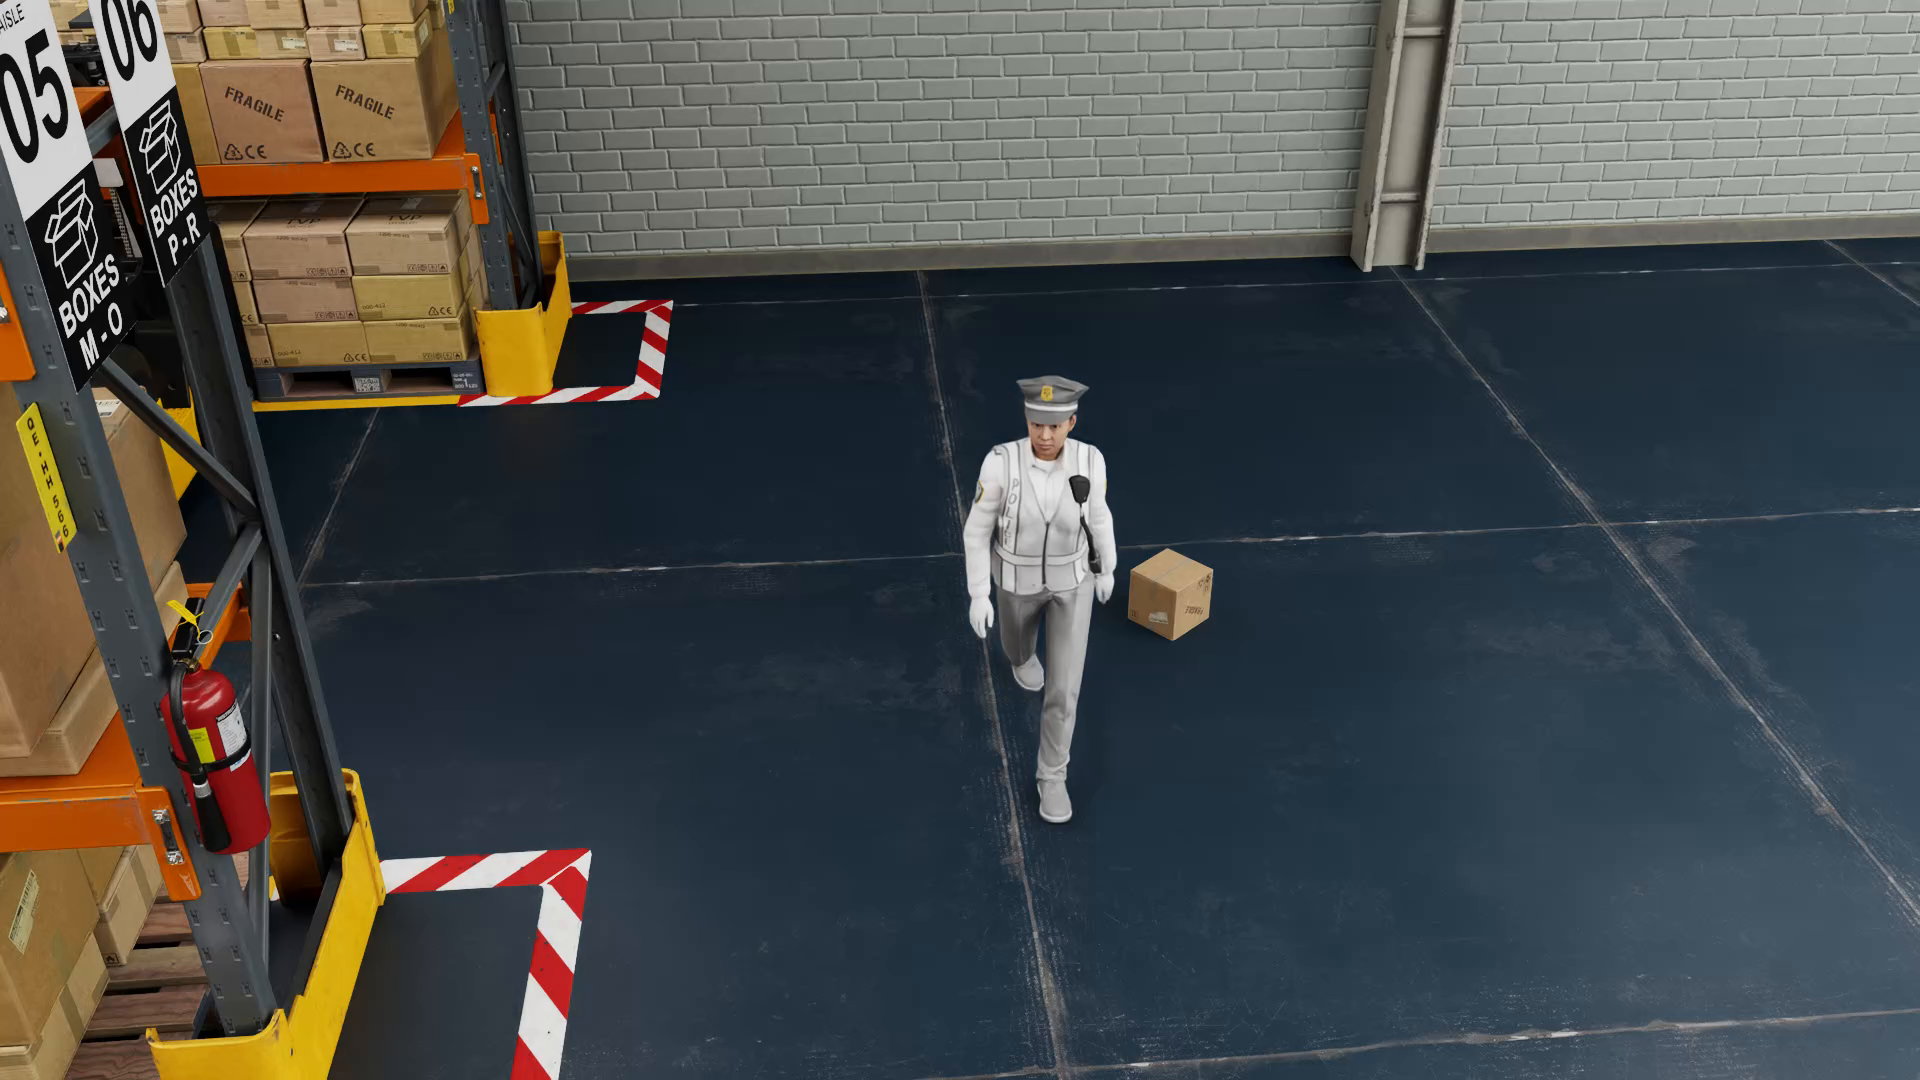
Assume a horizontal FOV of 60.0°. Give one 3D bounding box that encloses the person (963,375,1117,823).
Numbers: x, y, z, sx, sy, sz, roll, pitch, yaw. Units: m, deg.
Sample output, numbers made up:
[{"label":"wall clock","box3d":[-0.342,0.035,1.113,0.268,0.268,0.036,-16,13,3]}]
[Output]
[{"label":"person","box3d":[0.289,0.098,5.965,0.552,1.628,0.999,1,31,1]}]
